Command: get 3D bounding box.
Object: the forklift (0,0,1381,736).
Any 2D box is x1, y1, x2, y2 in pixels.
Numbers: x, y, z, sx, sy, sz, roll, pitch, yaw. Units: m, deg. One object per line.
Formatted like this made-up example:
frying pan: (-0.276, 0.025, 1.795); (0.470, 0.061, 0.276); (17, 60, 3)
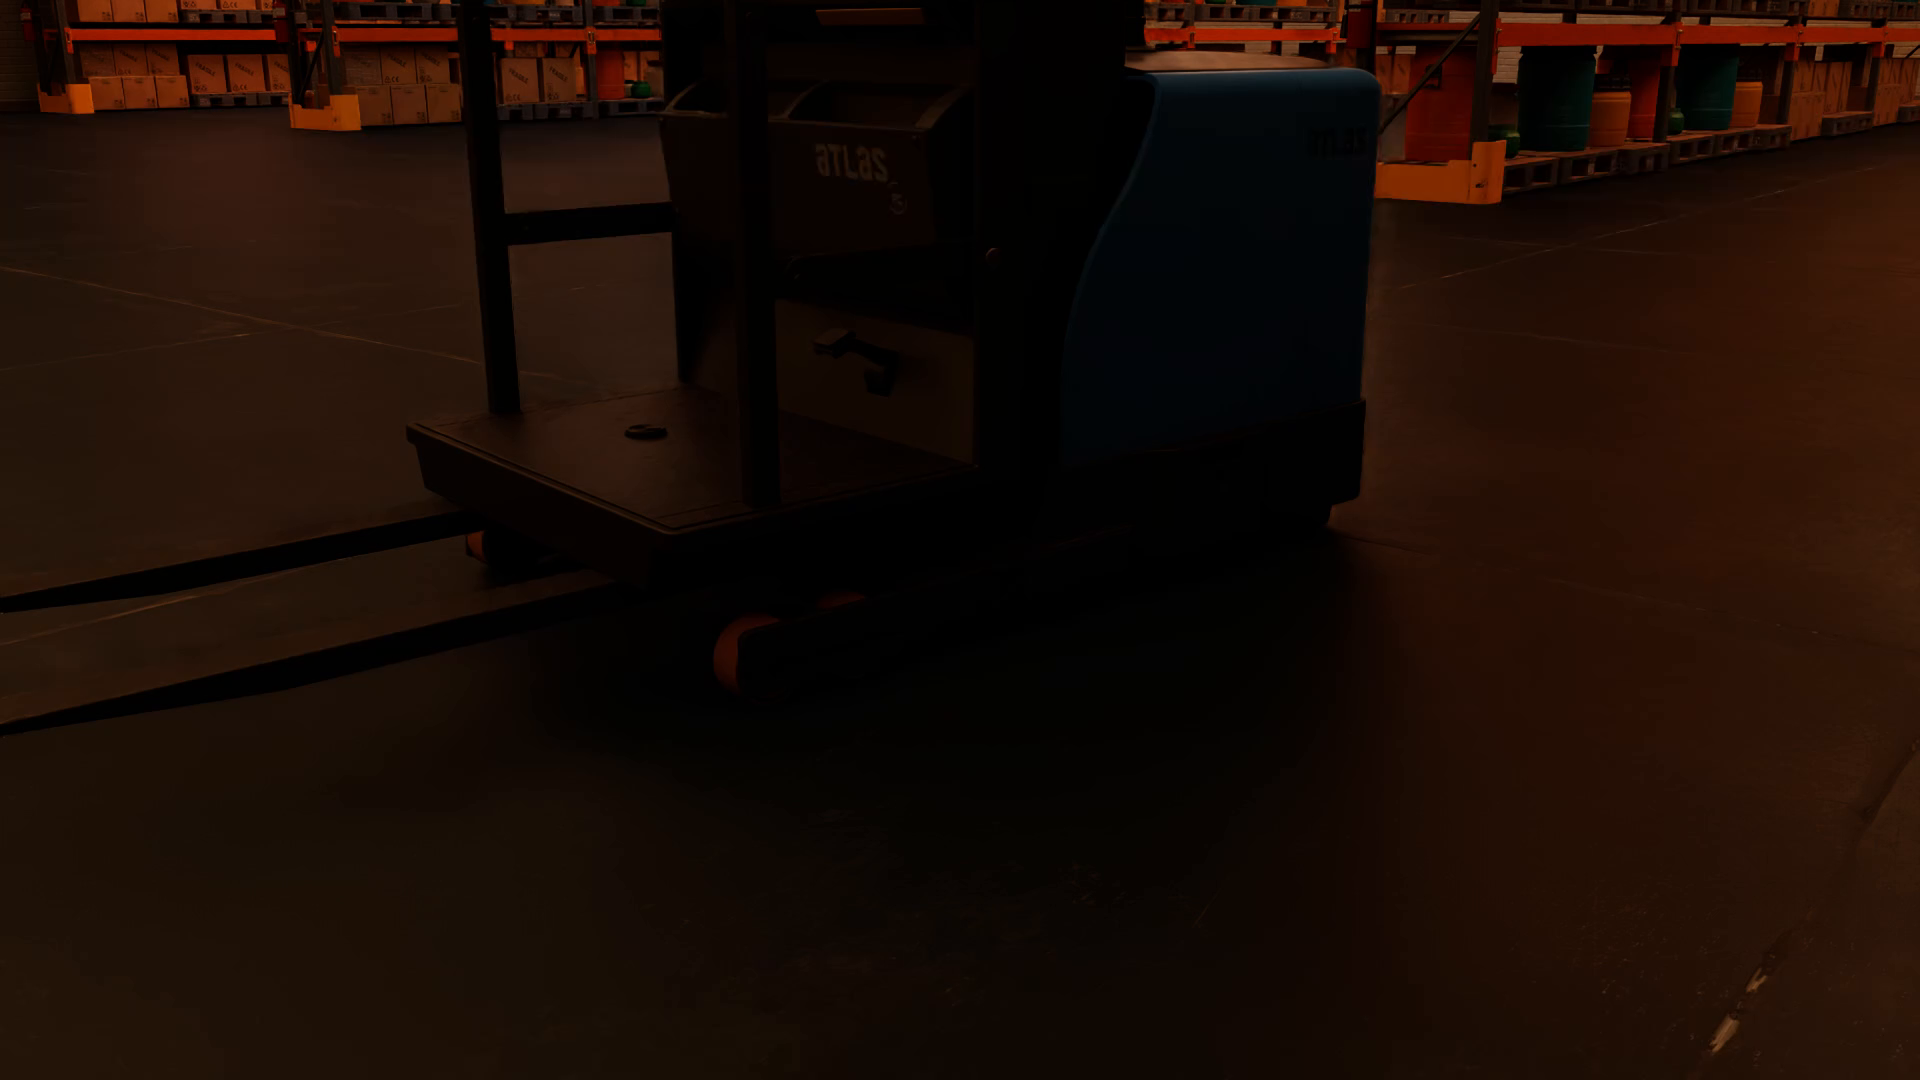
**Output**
forklift: (-0.468, -1.278, 3.105); (3.031, 2.935, 1.130); (-14, 22, -39)
